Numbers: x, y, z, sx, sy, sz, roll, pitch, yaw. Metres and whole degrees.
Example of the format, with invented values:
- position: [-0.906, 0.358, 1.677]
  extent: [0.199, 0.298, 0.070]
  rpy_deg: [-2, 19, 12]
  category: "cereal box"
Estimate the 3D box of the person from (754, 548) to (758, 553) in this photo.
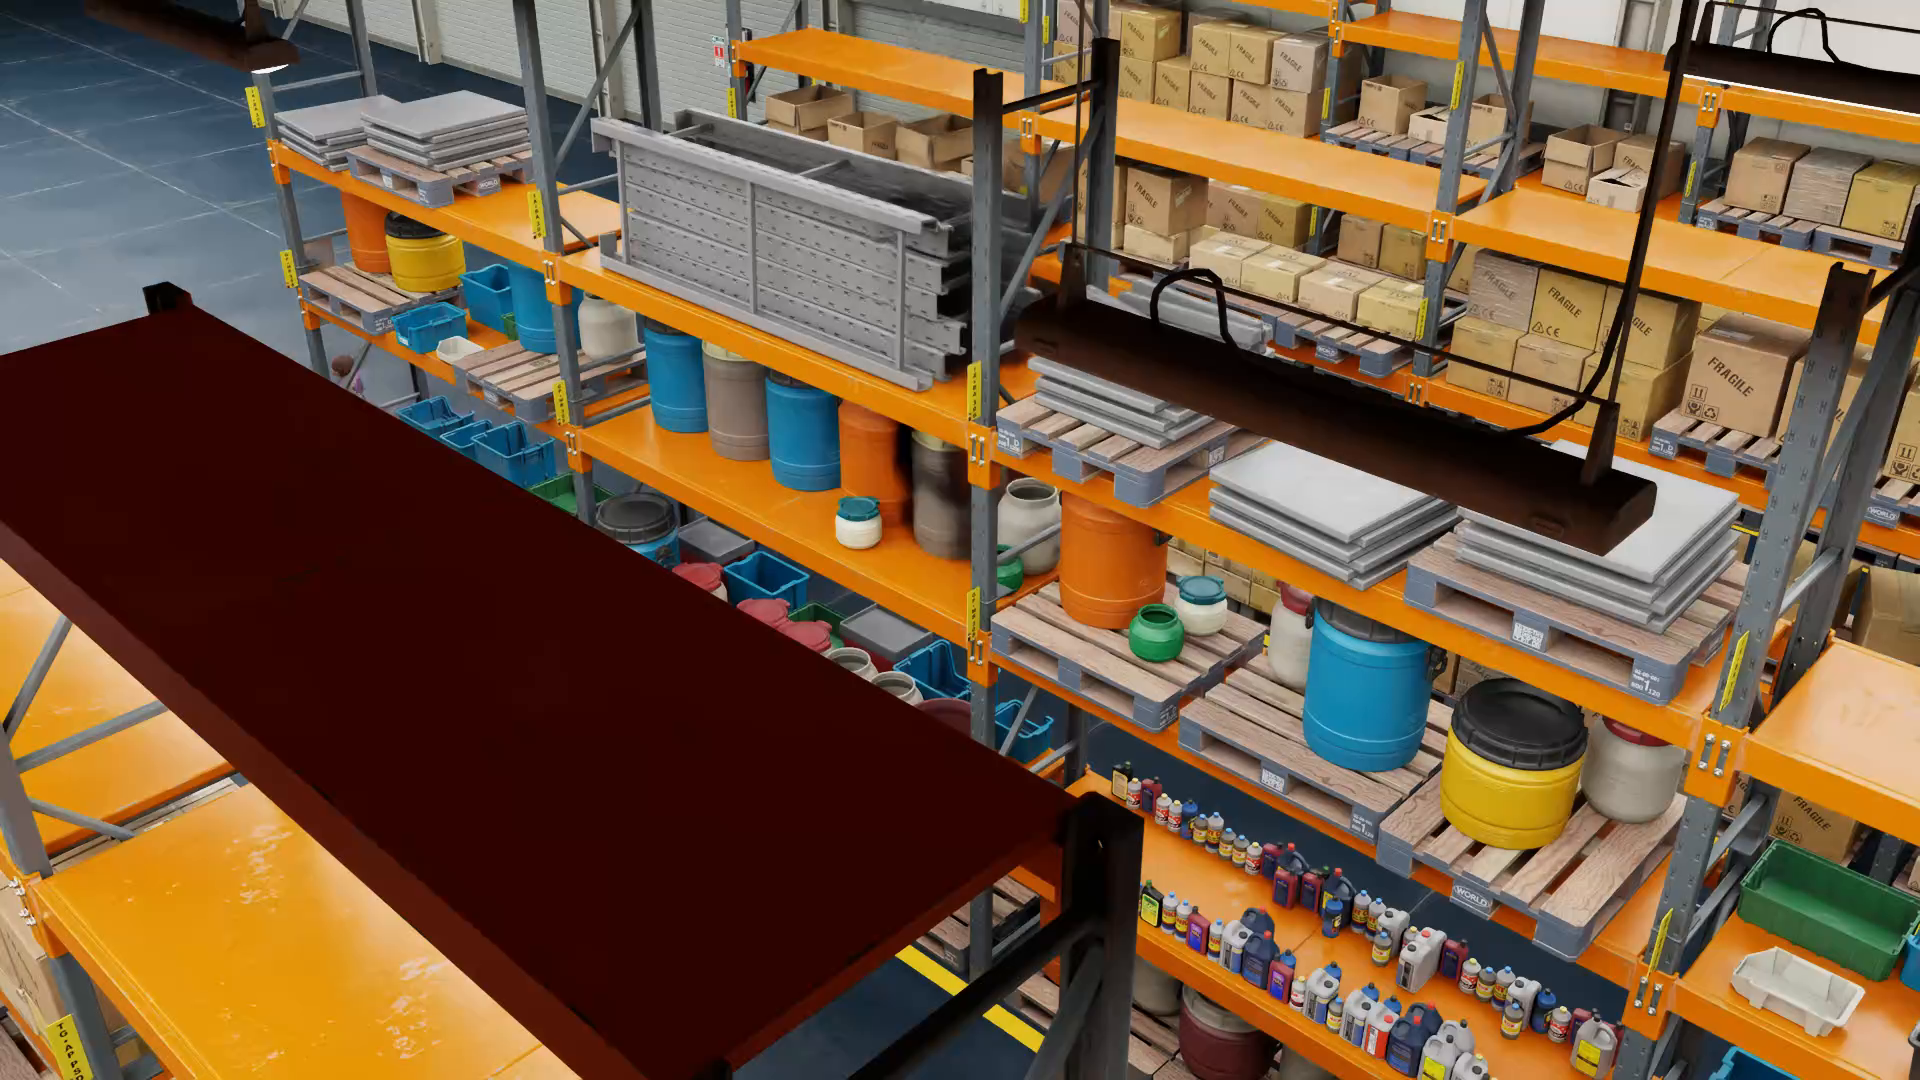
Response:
- position: [-1.917, -0.238, 14.987]
  extent: [0.758, 1.708, 0.582]
  rpy_deg: [20, 35, 31]
  category: "person"

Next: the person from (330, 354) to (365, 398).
- position: [-6.015, -1.152, 16.715]
  extent: [0.709, 1.580, 0.587]
  rpy_deg: [-5, 30, -8]
  category: "person"
